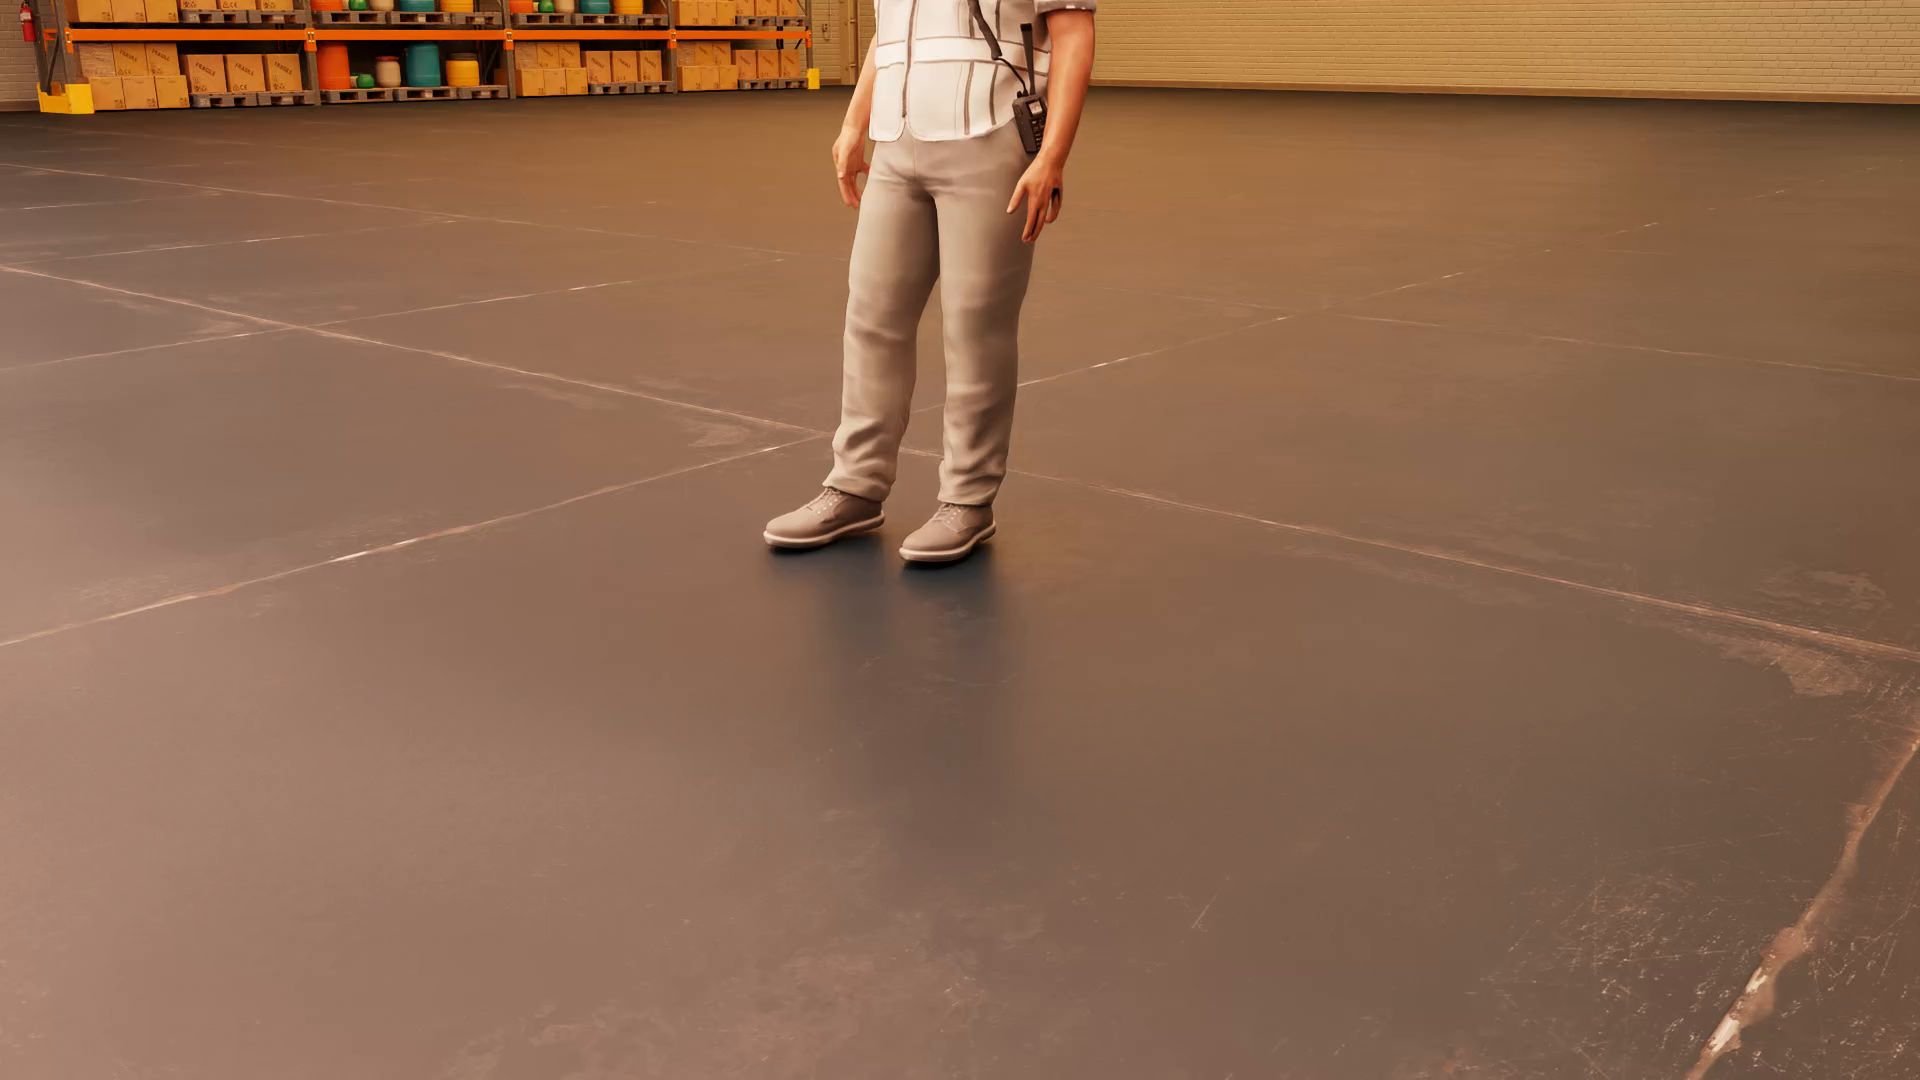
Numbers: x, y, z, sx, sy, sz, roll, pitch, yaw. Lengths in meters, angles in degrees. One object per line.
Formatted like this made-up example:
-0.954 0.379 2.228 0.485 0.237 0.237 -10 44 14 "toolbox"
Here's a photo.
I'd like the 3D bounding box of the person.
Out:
-0.059 -0.844 3.630 0.641 1.778 0.574 13 21 37 "person"
